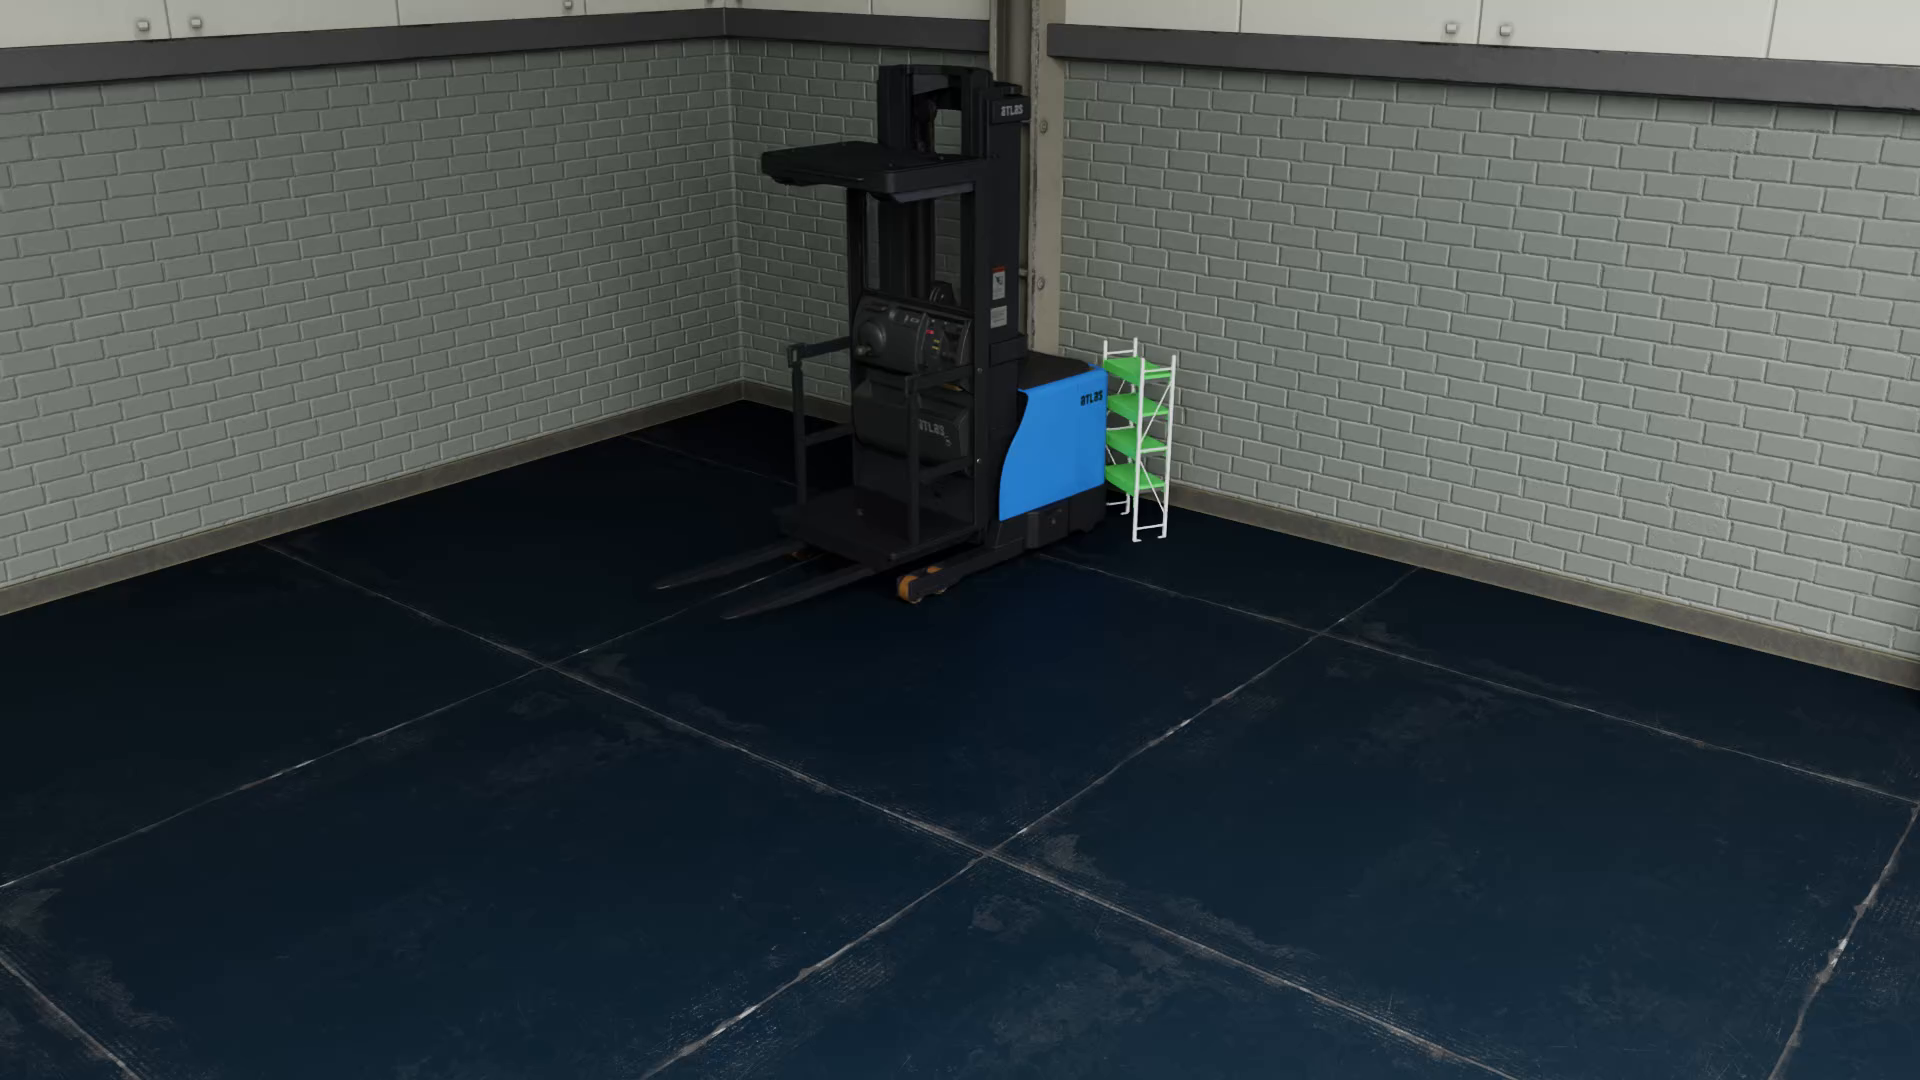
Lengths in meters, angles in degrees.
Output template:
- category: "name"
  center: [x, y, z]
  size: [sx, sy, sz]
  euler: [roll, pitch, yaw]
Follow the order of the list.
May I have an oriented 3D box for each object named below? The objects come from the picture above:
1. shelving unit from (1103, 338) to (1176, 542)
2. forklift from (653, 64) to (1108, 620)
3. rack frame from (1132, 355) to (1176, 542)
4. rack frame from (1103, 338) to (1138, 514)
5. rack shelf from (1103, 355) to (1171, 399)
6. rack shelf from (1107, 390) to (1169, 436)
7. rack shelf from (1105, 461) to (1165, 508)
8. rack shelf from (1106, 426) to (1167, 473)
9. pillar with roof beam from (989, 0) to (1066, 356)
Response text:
- category: "shelving unit"
  center: [1.124, -0.648, 10.682]
  size: [0.258, 1.200, 0.503]
  euler: [-8, 22, -22]
- category: "forklift"
  center: [-0.436, -1.205, 9.710]
  size: [1.130, 2.935, 3.031]
  euler: [19, 28, 41]
- category: "rack frame"
  center: [1.220, -0.569, 10.472]
  size: [0.240, 1.200, 0.015]
  euler: [-8, 22, -22]
- category: "rack frame"
  center: [1.027, -0.727, 10.892]
  size: [0.240, 1.200, 0.015]
  euler: [-8, 22, -22]
- category: "rack shelf"
  center: [1.127, -1.038, 10.536]
  size: [0.258, 0.148, 0.480]
  euler: [-8, 22, -22]
- category: "rack shelf"
  center: [1.125, -0.813, 10.620]
  size: [0.258, 0.148, 0.480]
  euler: [-8, 22, -22]
- category: "rack shelf"
  center: [1.121, -0.363, 10.788]
  size: [0.258, 0.148, 0.480]
  euler: [-8, 22, -22]
- category: "rack shelf"
  center: [1.123, -0.588, 10.704]
  size: [0.258, 0.148, 0.480]
  euler: [-8, 22, -22]
- category: "pillar with roof beam"
  center: [-2.284, -3.504, 7.206]
  size: [0.400, 9.000, 9.100]
  euler: [16, 26, 36]
